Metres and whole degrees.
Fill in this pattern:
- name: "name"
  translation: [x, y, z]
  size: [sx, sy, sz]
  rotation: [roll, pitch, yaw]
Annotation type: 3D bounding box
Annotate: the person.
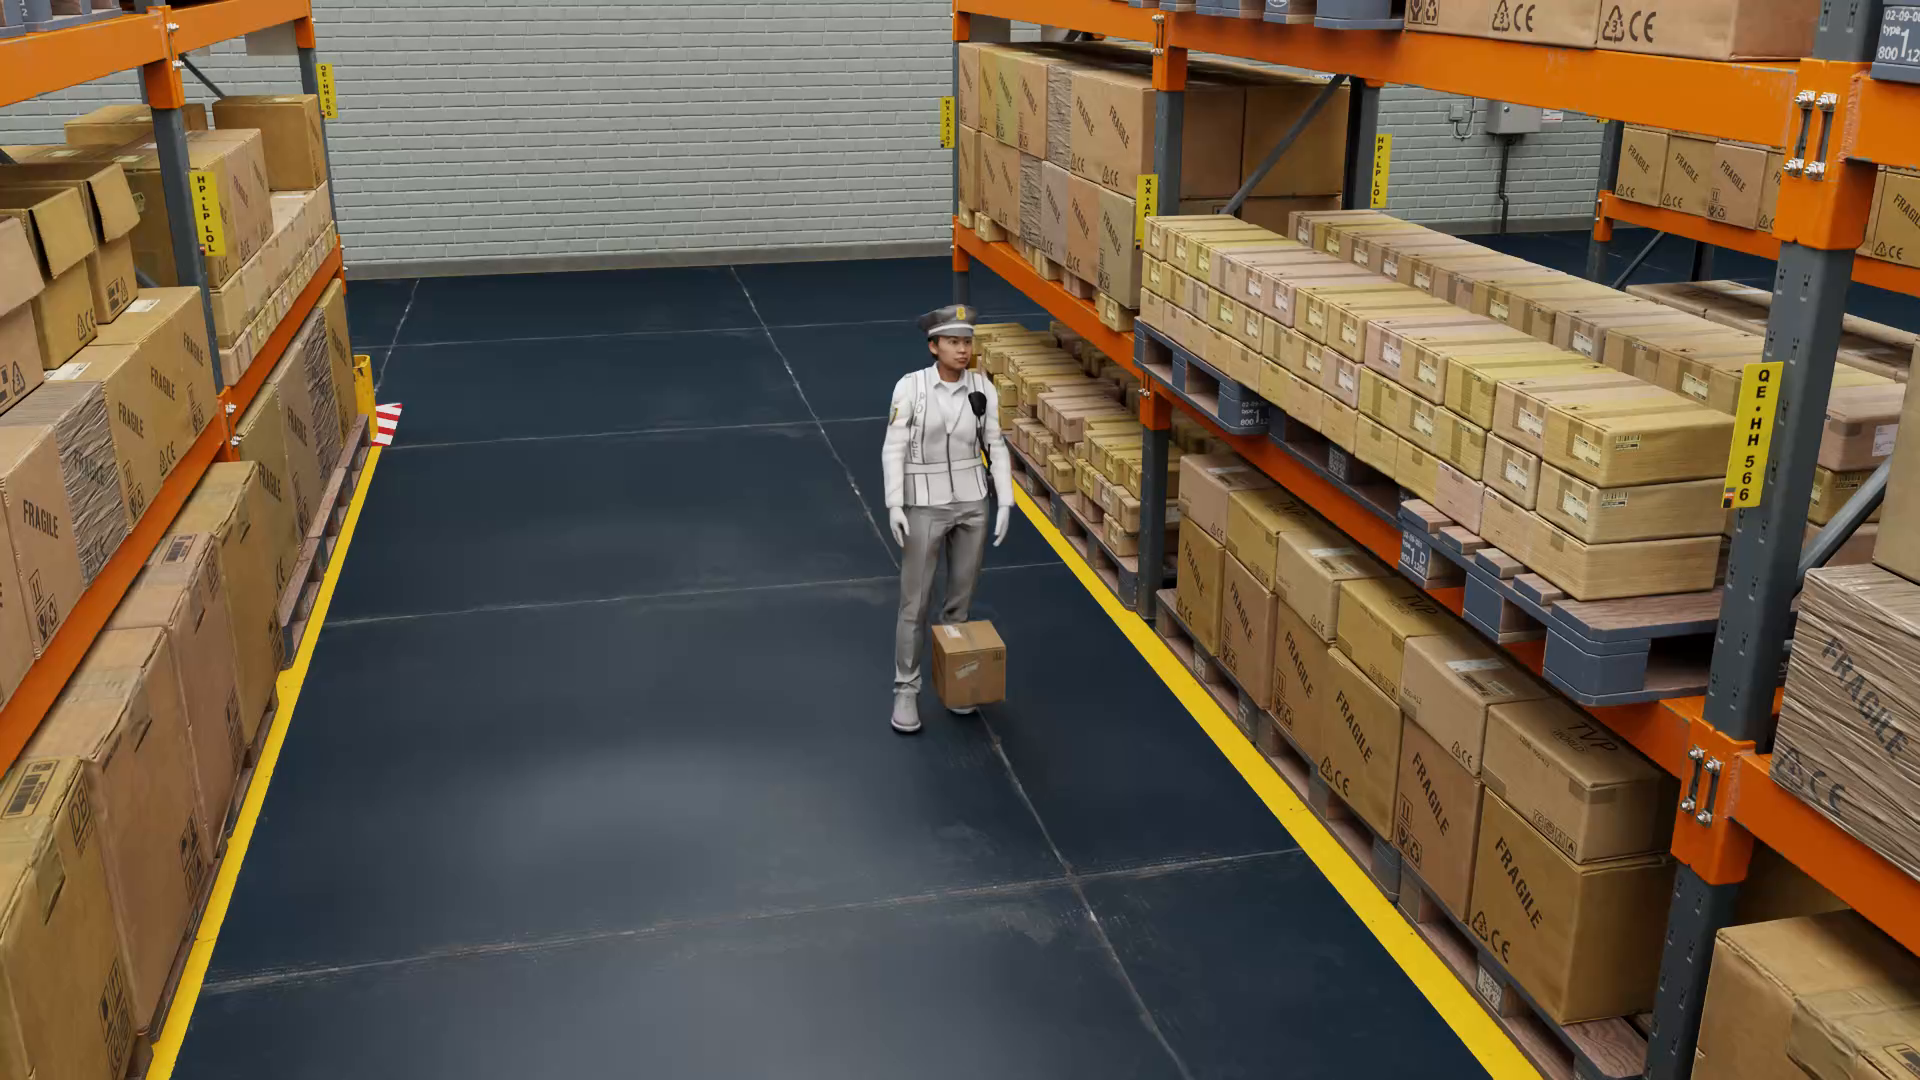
- name: "person"
  translation: [-0.047, -0.109, 6.799]
  size: [0.568, 1.696, 0.539]
  rotation: [-5, 20, -13]
